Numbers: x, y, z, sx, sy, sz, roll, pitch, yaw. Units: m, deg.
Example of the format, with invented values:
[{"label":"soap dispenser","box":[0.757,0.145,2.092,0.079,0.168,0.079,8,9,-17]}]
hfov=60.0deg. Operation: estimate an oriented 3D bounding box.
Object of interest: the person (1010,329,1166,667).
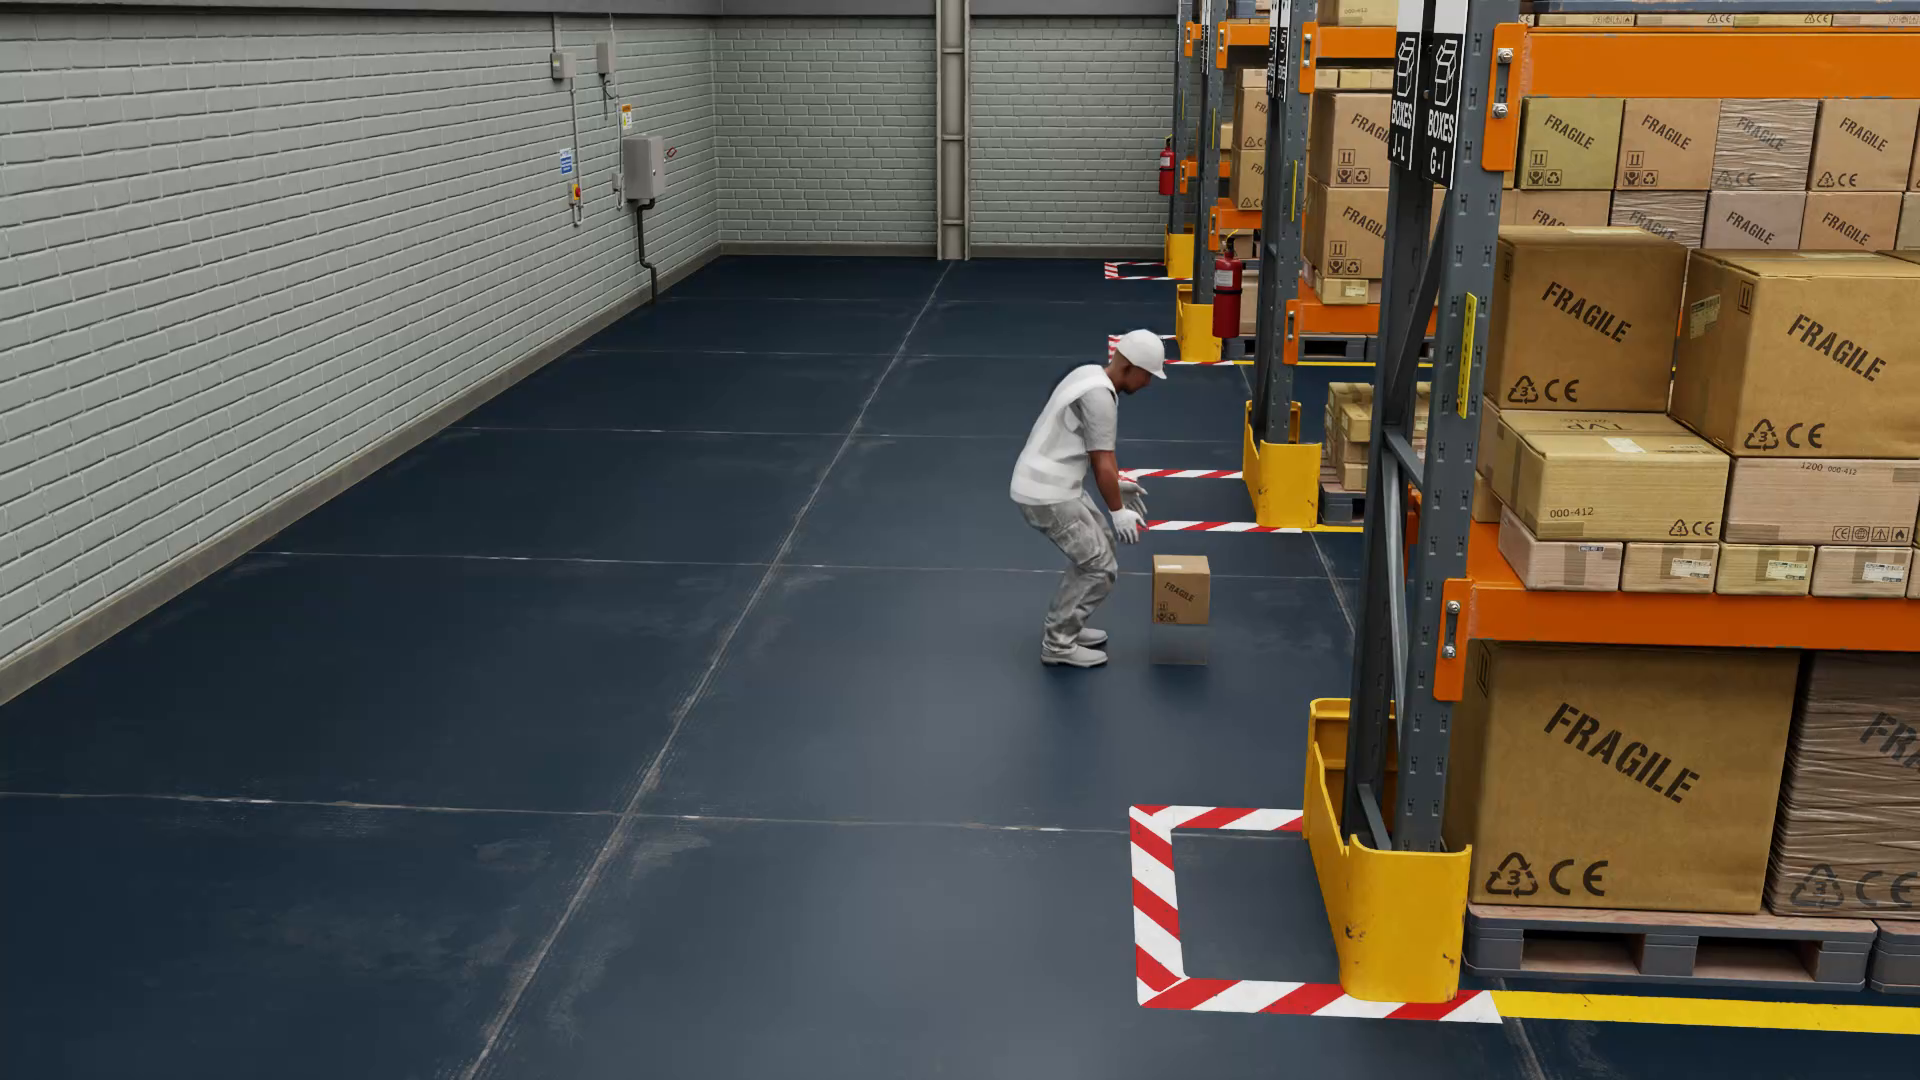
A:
[{"label":"person","box":[0.577,-0.210,7.620,0.696,1.526,0.608,1,17,4]}]
